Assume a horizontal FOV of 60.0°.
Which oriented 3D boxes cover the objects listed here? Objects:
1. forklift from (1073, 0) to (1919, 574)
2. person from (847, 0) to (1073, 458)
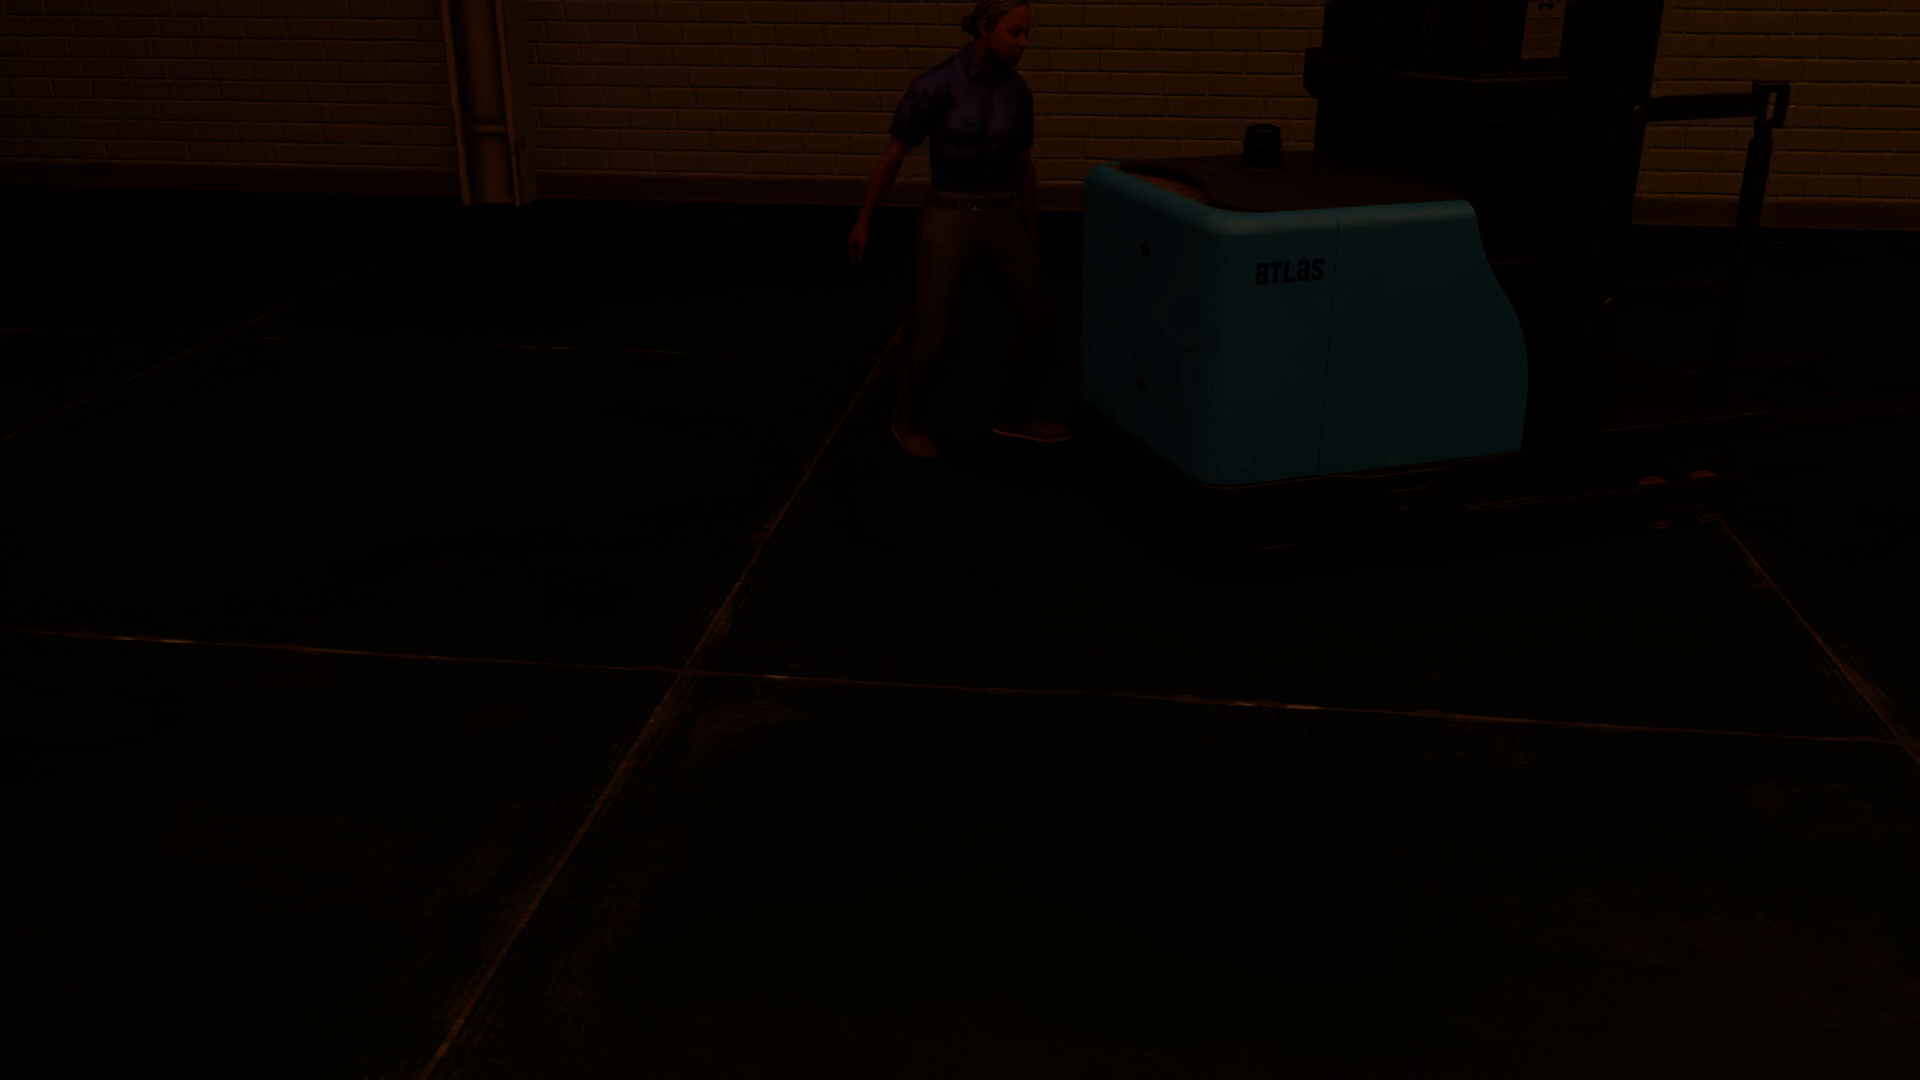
[{"bbox_3d":[1.957,-1.572,5.158,3.031,2.935,1.130,-7,23,-17],"label":"forklift"},{"bbox_3d":[0.006,-1.049,5.713,0.815,1.634,0.446,-10,24,-23],"label":"person"}]
